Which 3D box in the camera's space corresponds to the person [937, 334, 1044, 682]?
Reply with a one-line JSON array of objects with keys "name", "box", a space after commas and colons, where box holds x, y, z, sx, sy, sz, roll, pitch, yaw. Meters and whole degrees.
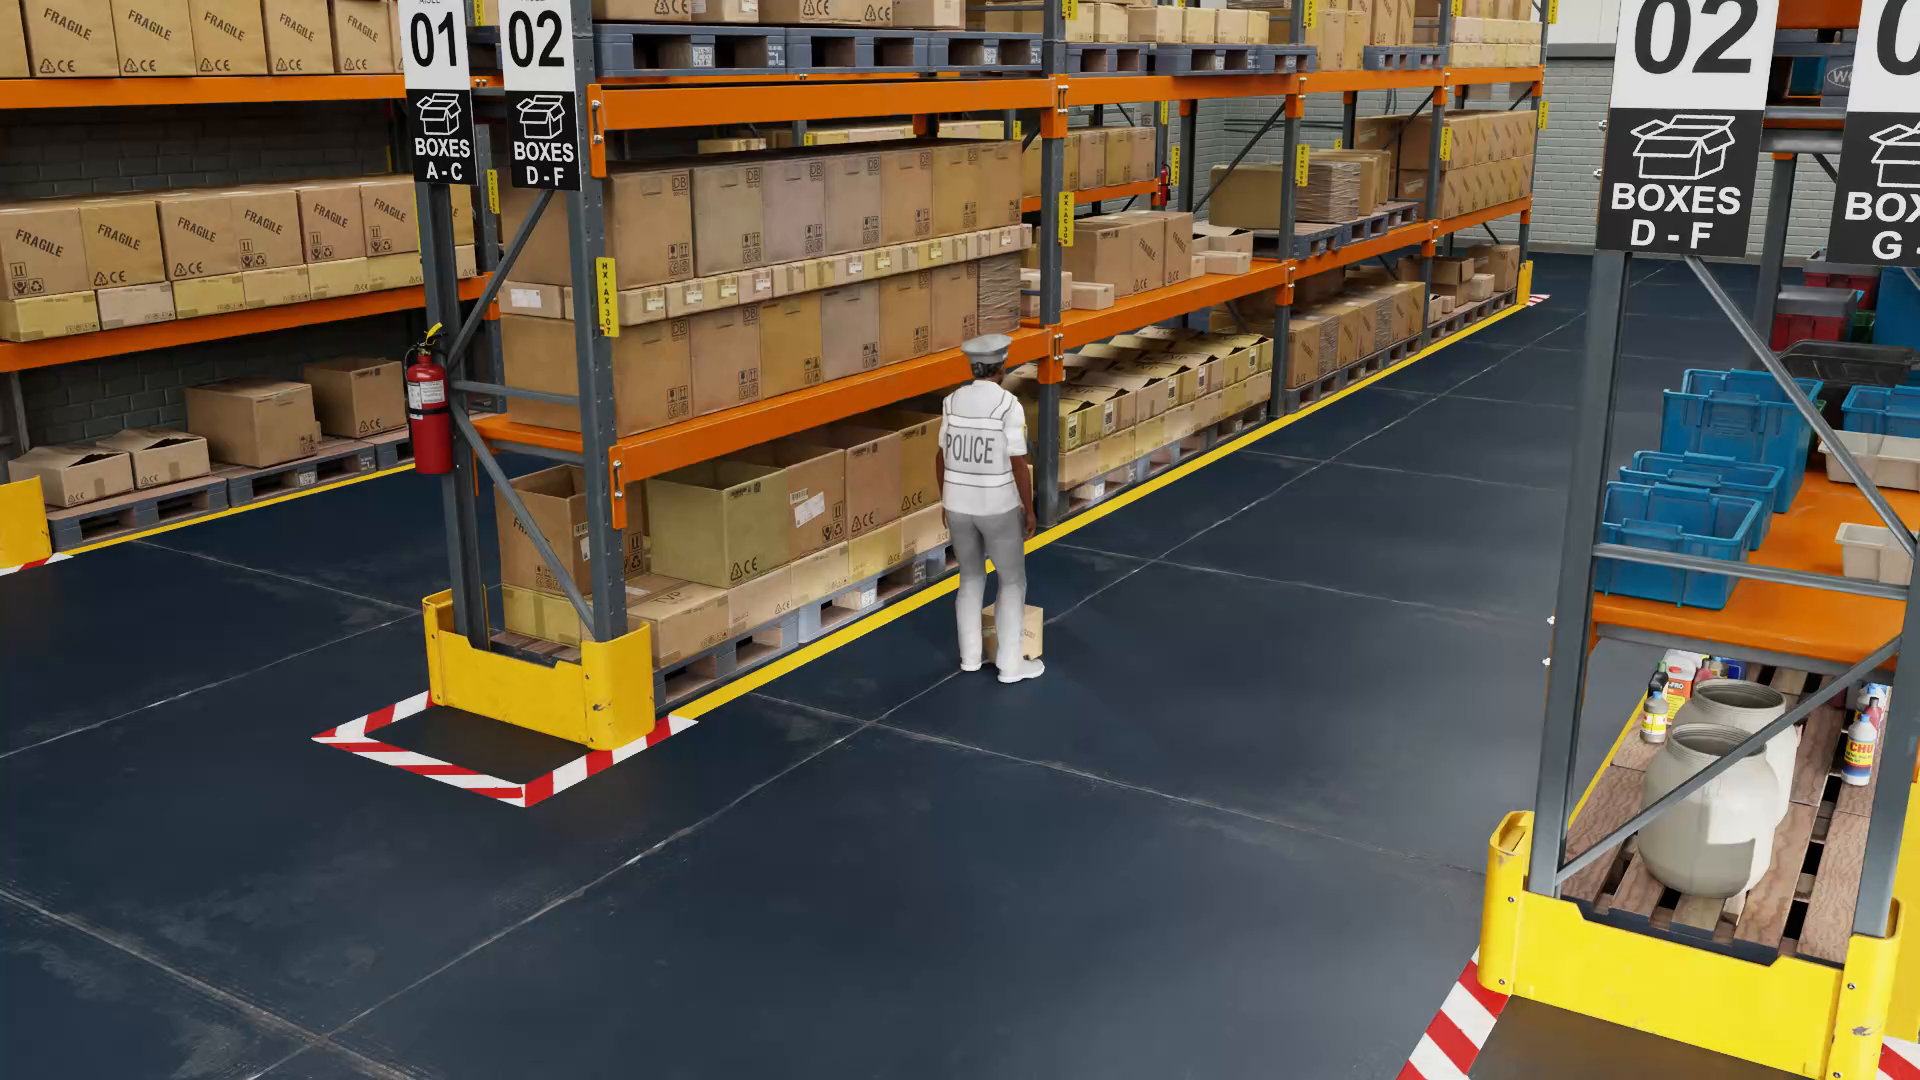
[{"name": "person", "box": [0.140, -0.146, 8.038, 0.518, 1.658, 0.417, 9, 19, 28]}]
